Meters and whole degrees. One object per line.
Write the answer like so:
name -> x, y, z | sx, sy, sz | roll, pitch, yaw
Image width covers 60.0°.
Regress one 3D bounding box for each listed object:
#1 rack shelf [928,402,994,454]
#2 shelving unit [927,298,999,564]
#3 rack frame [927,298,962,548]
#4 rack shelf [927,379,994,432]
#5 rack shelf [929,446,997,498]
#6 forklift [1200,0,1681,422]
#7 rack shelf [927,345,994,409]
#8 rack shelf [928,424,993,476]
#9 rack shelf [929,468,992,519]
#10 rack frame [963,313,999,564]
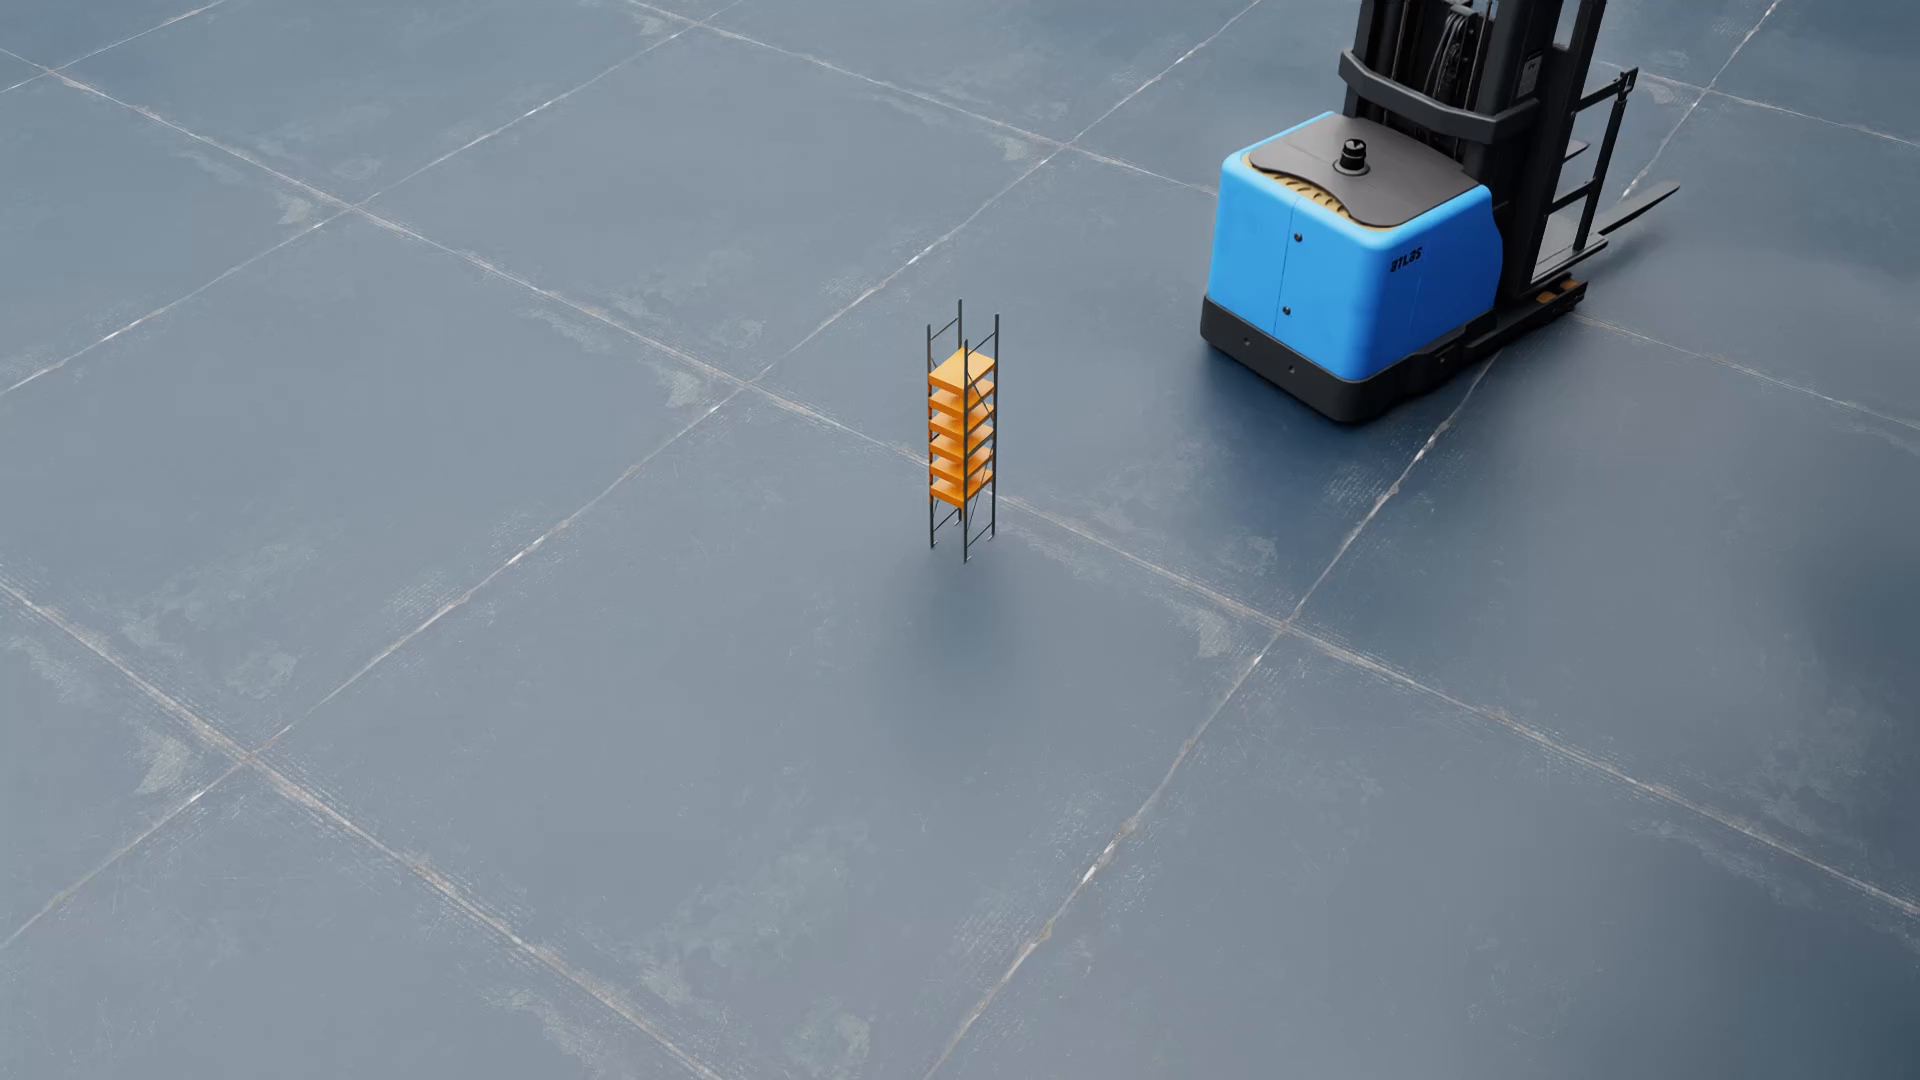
rack shelf -> 0.012, -0.498, 7.042 | 0.180, 0.103, 0.258 | 25, 48, 25
shelving unit -> 0.012, -0.442, 7.092 | 0.189, 1.200, 0.258 | 25, 48, 25
rack frame -> -0.063, -0.477, 7.131 | 0.006, 1.200, 0.240 | 25, 48, 25
rack shelf -> 0.012, -0.587, 6.962 | 0.180, 0.103, 0.258 | 25, 48, 25
rack shelf -> 0.012, -0.319, 7.202 | 0.180, 0.103, 0.258 | 25, 48, 25
forklift -> 2.702, -2.484, 8.076 | 3.031, 2.935, 1.130 | -28, 49, -28
rack shelf -> 0.012, -0.677, 6.882 | 0.180, 0.103, 0.258 | 25, 48, 25
rack shelf -> 0.012, -0.408, 7.122 | 0.180, 0.103, 0.258 | 25, 48, 25
rack shelf -> 0.012, -0.230, 7.282 | 0.180, 0.103, 0.258 | 25, 48, 25
rack frame -> 0.087, -0.407, 7.053 | 0.006, 1.200, 0.240 | 25, 48, 25
